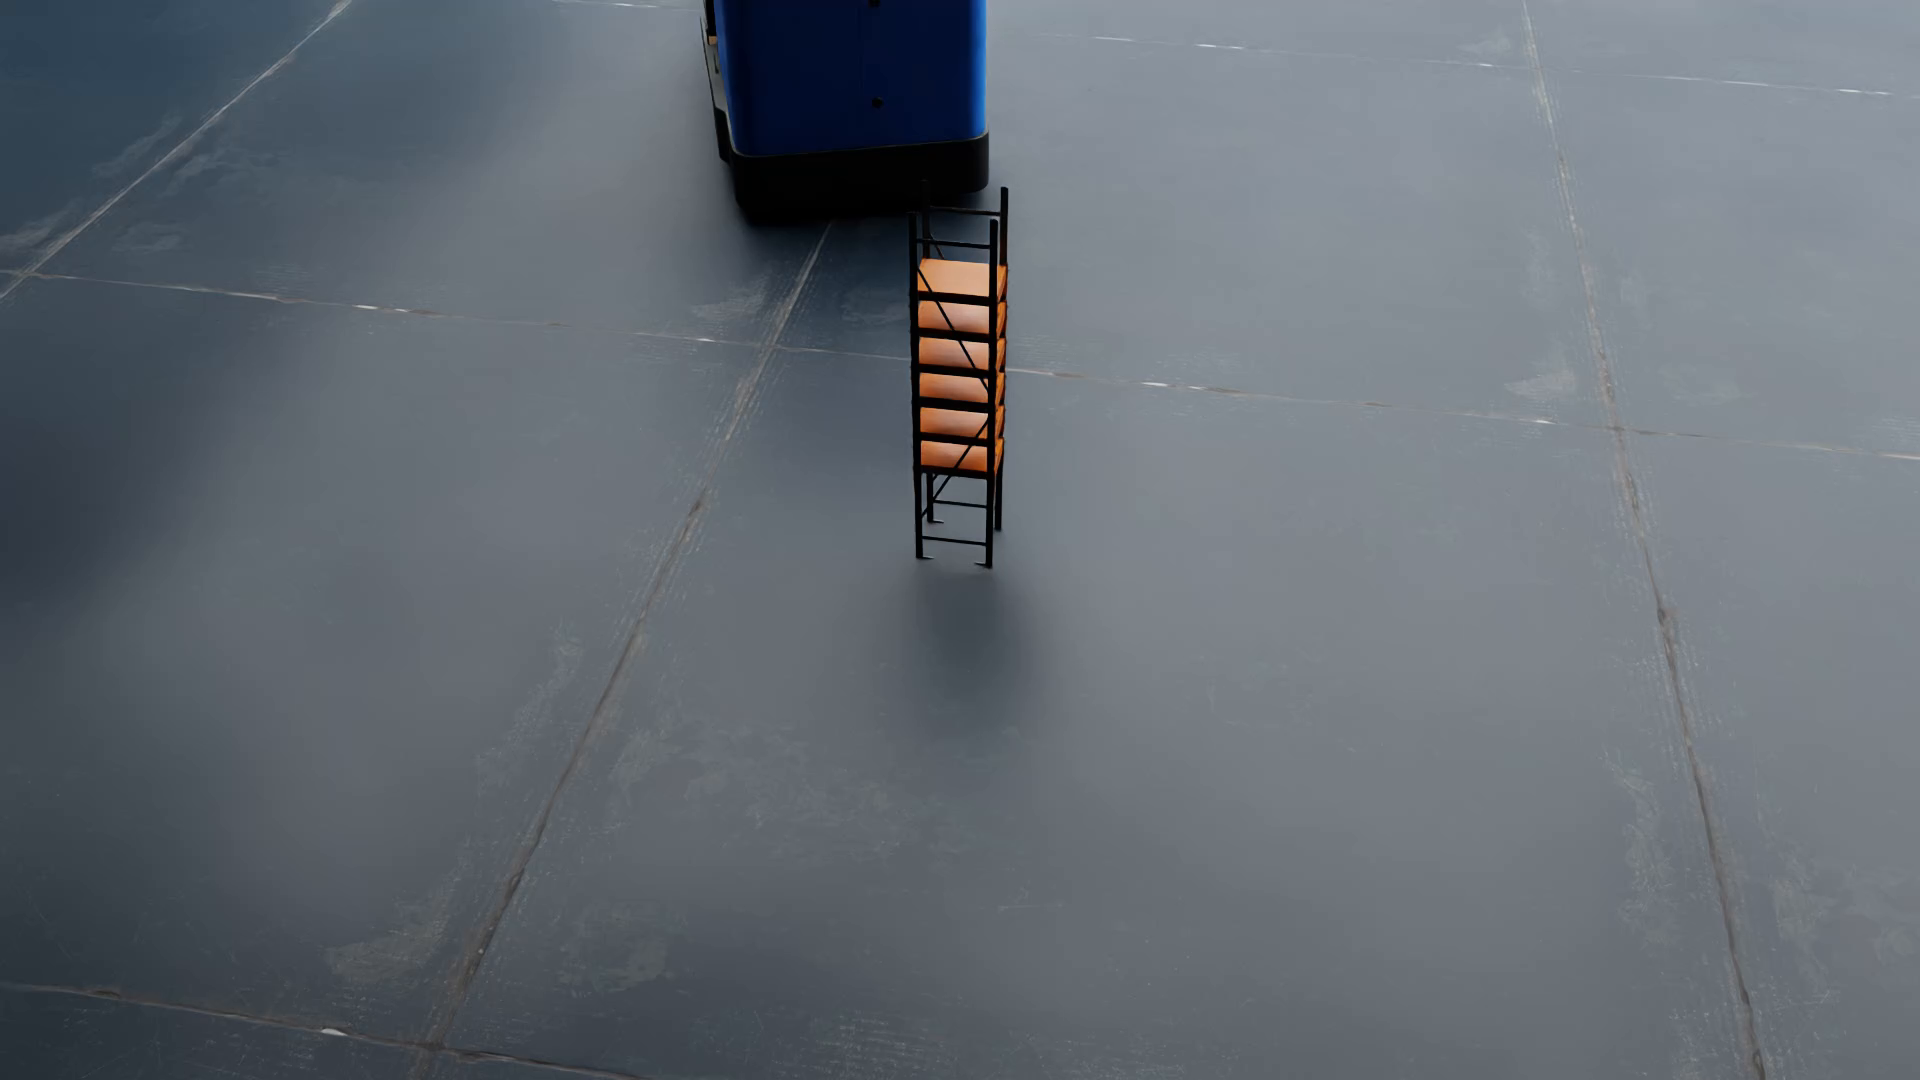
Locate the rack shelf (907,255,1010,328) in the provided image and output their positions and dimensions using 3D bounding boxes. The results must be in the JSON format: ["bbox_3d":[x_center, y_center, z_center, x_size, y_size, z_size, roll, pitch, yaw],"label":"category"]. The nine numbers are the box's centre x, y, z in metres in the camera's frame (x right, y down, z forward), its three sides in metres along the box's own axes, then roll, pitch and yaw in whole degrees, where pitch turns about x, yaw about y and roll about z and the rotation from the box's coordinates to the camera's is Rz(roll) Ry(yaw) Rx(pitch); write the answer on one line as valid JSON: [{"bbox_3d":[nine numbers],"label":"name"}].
[{"bbox_3d":[-0.002,-0.697,4.656,0.258,0.103,0.180,6,40,8],"label":"rack shelf"}]

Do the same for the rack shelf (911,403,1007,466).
[{"bbox_3d":[-0.002,-0.327,4.961,0.258,0.103,0.180,6,40,8],"label":"rack shelf"}]

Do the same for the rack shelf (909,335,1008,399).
[{"bbox_3d":[-0.002,-0.512,4.809,0.258,0.103,0.180,6,40,8],"label":"rack shelf"}]

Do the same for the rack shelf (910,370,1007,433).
[{"bbox_3d":[-0.002,-0.419,4.885,0.258,0.103,0.180,6,40,8],"label":"rack shelf"}]

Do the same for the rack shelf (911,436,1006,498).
[{"bbox_3d":[-0.003,-0.234,5.038,0.258,0.103,0.180,6,40,8],"label":"rack shelf"}]

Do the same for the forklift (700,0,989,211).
[{"bbox_3d":[-0.653,-3.405,7.068,1.130,2.935,3.031,-7,40,-8],"label":"forklift"}]

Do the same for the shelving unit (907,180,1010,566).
[{"bbox_3d":[-0.002,-0.453,4.857,0.258,1.200,0.189,6,40,8],"label":"shelving unit"}]

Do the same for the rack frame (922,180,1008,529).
[{"bbox_3d":[0.013,-0.511,4.926,0.240,1.200,0.006,6,40,8],"label":"rack frame"}]

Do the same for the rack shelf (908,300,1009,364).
[{"bbox_3d":[-0.002,-0.604,4.732,0.258,0.103,0.180,6,40,8],"label":"rack shelf"}]

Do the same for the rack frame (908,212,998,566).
[{"bbox_3d":[-0.018,-0.396,4.787,0.240,1.200,0.006,6,40,8],"label":"rack frame"}]
